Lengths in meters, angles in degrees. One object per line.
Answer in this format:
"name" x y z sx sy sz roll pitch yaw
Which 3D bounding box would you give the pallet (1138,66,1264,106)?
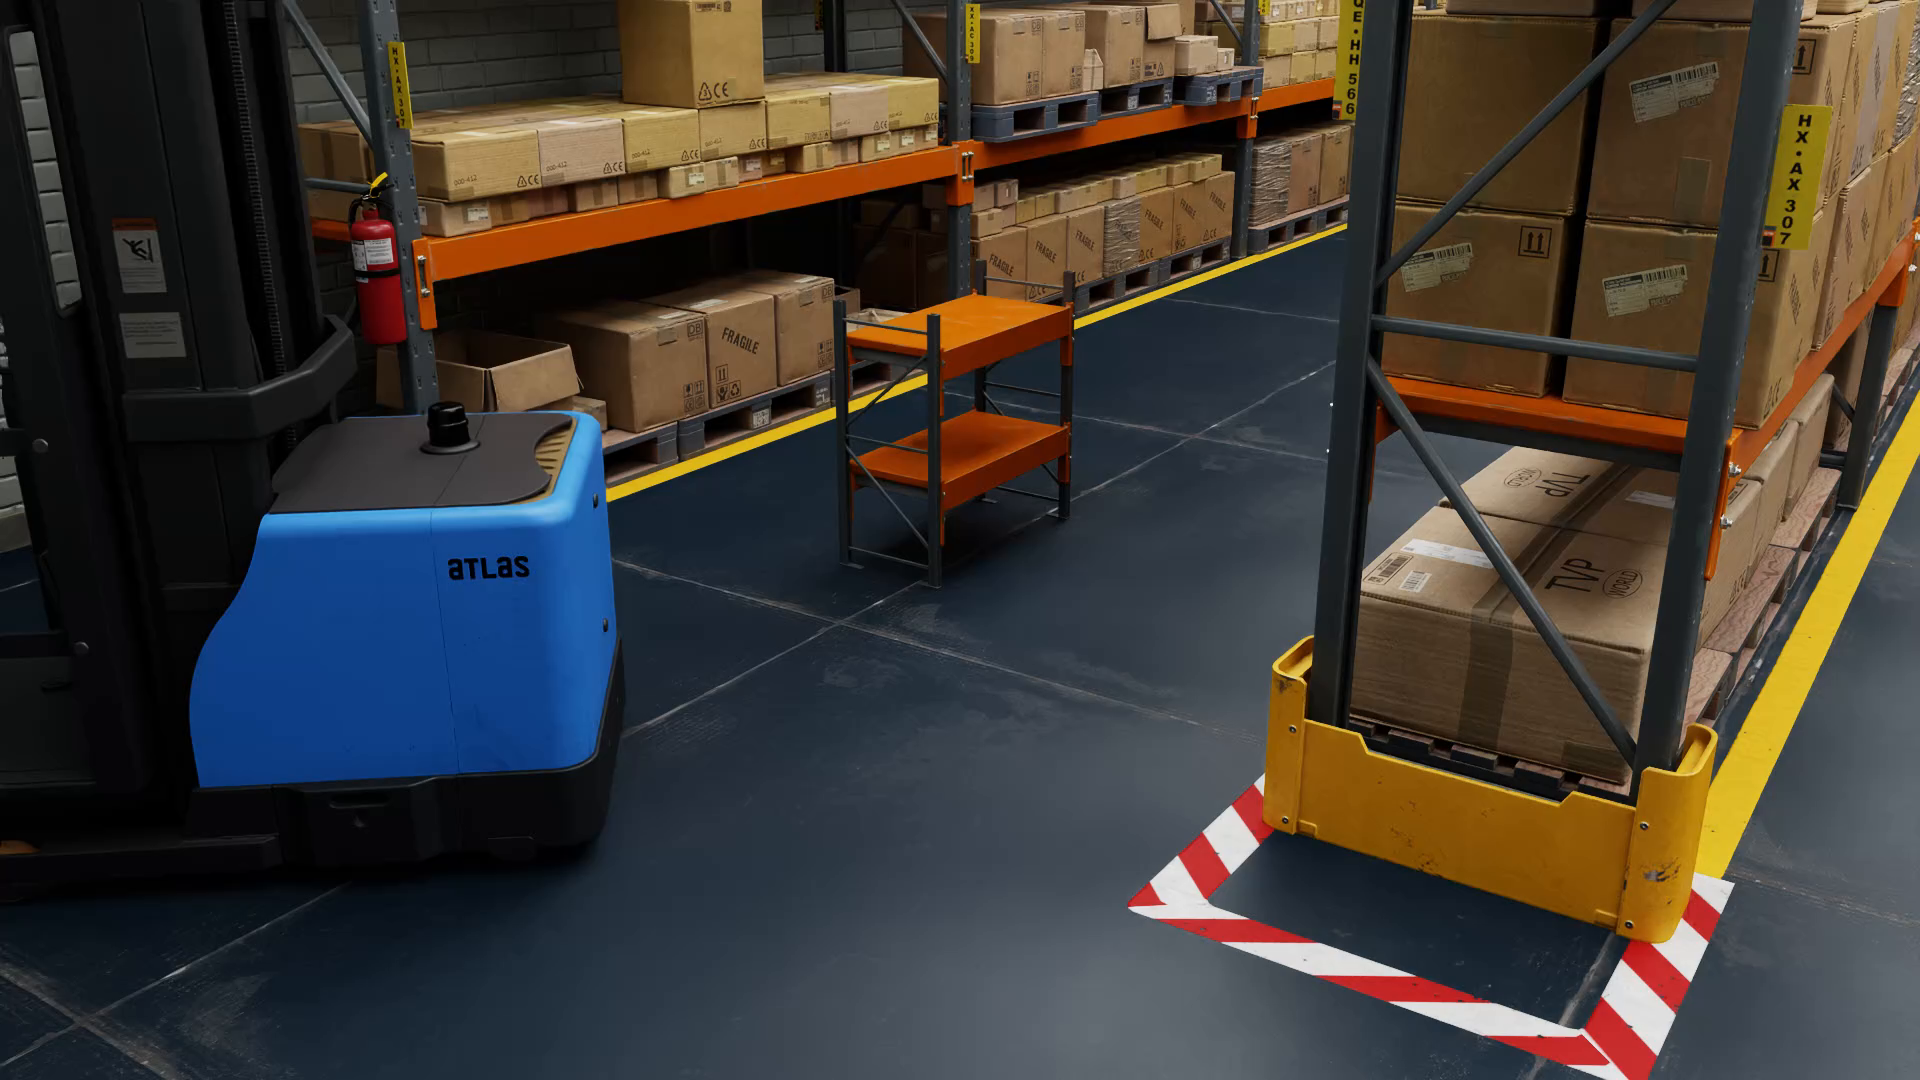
"pallet" 1.542 -3.467 12.591 1.213 0.211 1.003 13 24 32

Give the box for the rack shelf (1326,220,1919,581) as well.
"rack shelf" 2.600 -0.739 5.977 1.077 0.370 4.000 13 24 32

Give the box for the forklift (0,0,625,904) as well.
"forklift" -2.583 -0.562 4.560 3.031 2.935 1.130 -2 20 -7

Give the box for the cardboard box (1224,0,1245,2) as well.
"cardboard box" 2.132 -4.408 13.780 0.380 0.149 0.250 13 24 32

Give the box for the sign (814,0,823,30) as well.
"sign" -0.844 -3.268 10.107 0.100 0.325 0.005 13 24 32

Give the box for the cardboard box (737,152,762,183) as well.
"cardboard box" -1.236 -1.920 8.493 0.380 0.149 0.250 13 24 32

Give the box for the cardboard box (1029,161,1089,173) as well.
"cardboard box" 0.733 -2.703 12.311 0.380 0.149 0.250 13 24 31

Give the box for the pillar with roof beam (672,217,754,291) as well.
"pillar with roof beam" 2.040 -4.568 6.642 9.100 9.000 0.400 13 24 32

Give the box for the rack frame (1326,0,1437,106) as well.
"rack frame" 4.114 -4.913 16.223 1.000 3.000 0.127 13 24 32

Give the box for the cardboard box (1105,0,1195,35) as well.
"cardboard box" 1.447 -3.892 12.713 0.500 0.500 0.500 15 25 34

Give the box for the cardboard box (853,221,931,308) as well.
"cardboard box" -0.352 -1.841 10.915 0.500 0.500 0.500 13 24 32

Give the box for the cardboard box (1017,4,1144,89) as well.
"cardboard box" 0.806 -3.330 11.195 0.700 0.500 0.500 13 24 32

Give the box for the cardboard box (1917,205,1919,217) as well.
"cardboard box" 4.190 -1.655 7.632 0.500 0.250 0.500 13 24 31

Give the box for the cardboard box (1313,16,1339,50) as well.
"cardboard box" 2.909 -4.299 14.059 0.500 0.250 0.500 13 24 30

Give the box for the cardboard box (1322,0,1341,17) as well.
"cardboard box" 3.005 -4.523 14.089 0.380 0.149 0.250 14 24 33

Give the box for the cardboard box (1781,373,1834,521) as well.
"cardboard box" 3.282 -0.487 7.345 0.875 0.438 0.875 13 24 31

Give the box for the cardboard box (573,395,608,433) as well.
"cardboard box" -1.938 -0.601 8.070 0.380 0.149 0.250 12 24 30

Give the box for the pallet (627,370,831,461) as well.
"pallet" -1.455 -0.761 9.019 1.003 0.211 1.213 13 24 32

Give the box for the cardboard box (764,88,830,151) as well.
"cardboard box" -1.028 -2.206 8.692 0.500 0.250 0.500 13 24 31

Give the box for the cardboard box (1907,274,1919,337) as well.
"cardboard box" 5.516 -1.817 10.310 0.875 0.875 0.875 13 24 31

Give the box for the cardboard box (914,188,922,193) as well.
"cardboard box" -0.142 -2.256 11.103 0.380 0.149 0.250 14 24 32

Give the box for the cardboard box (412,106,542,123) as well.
"cardboard box" -2.302 -1.870 7.785 0.500 0.250 0.500 13 24 32

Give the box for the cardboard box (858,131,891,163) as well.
"cardboard box" -0.608 -2.201 9.253 0.380 0.149 0.250 14 24 33

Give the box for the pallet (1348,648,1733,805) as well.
"pallet" 1.860 0.560 5.446 1.003 0.211 1.213 13 24 32

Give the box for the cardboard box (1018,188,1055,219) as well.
"cardboard box" 0.408 -2.249 11.084 0.380 0.149 0.250 13 24 31

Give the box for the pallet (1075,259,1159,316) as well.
"pallet" 0.728 -1.902 12.102 1.003 0.211 1.213 13 24 32

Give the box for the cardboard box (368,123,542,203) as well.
"cardboard box" -2.154 -1.617 7.099 0.500 0.250 0.500 13 24 32

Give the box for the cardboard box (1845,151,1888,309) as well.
"cardboard box" 2.813 -1.071 5.694 0.500 0.500 0.500 14 25 34

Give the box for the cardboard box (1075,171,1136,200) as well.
"cardboard box" 1.029 -2.528 11.838 0.380 0.149 0.250 12 23 29

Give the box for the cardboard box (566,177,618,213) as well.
"cardboard box" -1.804 -1.618 7.676 0.380 0.149 0.250 14 25 33

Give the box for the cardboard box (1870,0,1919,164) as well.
"cardboard box" 2.828 -1.543 5.527 0.500 0.500 0.500 13 24 32

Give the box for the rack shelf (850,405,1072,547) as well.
"rack shelf" -0.004 -0.296 7.149 0.538 0.278 1.000 13 24 32

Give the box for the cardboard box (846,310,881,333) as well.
"cardboard box" -0.654 -1.213 9.555 0.396 0.266 0.258 14 25 34

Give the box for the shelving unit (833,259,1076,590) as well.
"shelving unit" -0.004 -0.526 7.065 0.538 1.125 1.048 13 24 32

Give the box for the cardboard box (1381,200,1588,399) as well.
"cardboard box" 1.528 -0.740 4.797 0.500 0.500 0.500 13 24 32

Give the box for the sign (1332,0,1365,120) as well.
"sign" 1.035 -1.267 4.356 0.100 0.325 0.005 13 24 32

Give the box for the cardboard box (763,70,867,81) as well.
"cardboard box" -0.885 -2.597 9.750 0.500 0.250 0.500 13 24 31

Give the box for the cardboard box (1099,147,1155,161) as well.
"cardboard box" 1.314 -3.005 13.128 0.380 0.149 0.250 15 25 35

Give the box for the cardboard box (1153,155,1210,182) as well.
"cardboard box" 1.669 -2.819 12.624 0.380 0.149 0.250 12 23 29

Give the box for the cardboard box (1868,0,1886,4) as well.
"cardboard box" 2.646 -1.740 5.125 0.380 0.149 0.250 14 24 32

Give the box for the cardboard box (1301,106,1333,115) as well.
"cardboard box" 3.830 -3.844 16.152 0.875 0.625 0.625 15 25 34

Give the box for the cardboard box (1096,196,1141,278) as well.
"cardboard box" 0.947 -2.182 11.837 0.500 0.500 0.500 12 24 30

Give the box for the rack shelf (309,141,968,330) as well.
"rack shelf" -1.507 -1.706 8.591 1.077 0.370 4.000 13 24 32

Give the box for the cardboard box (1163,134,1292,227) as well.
"cardboard box" 2.227 -3.025 13.936 0.875 0.625 0.625 14 25 34

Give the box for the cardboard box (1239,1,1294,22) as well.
"cardboard box" 2.437 -4.227 13.290 0.380 0.149 0.250 14 24 33

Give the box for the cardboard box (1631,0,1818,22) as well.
"cardboard box" 1.904 -1.371 4.127 0.380 0.149 0.250 14 24 33

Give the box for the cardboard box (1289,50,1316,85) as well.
"cardboard box" 2.604 -3.918 13.749 0.500 0.250 0.500 13 24 31
